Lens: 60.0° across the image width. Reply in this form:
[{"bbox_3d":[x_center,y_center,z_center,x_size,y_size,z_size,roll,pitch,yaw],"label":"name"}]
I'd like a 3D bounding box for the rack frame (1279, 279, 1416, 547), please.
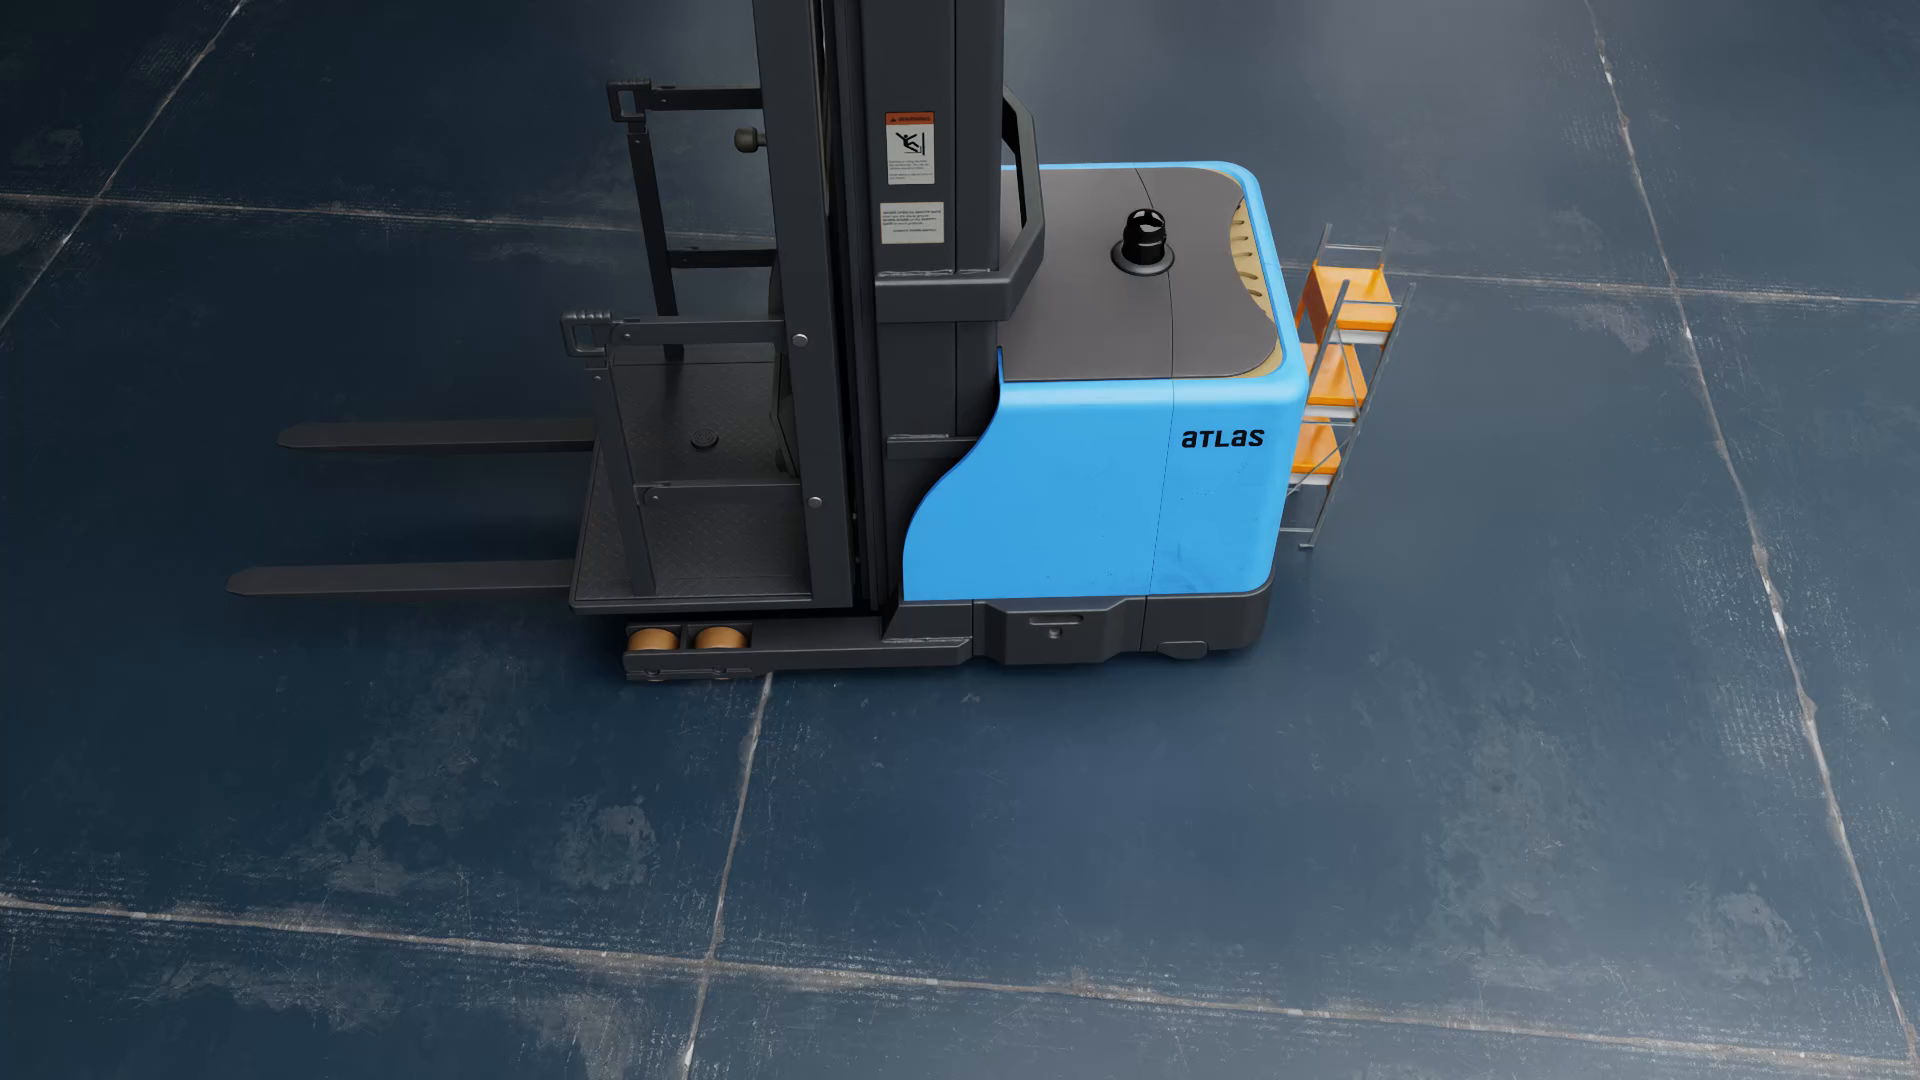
[{"bbox_3d":[1.068,-0.337,4.834,0.200,1.050,0.008,2,47,-6],"label":"rack frame"}]

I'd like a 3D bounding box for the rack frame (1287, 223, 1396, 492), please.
[{"bbox_3d":[1.056,-0.517,4.998,0.200,1.050,0.008,2,47,-6],"label":"rack frame"}]

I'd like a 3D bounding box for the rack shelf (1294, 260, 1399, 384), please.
[{"bbox_3d":[1.092,-0.611,4.716,0.215,0.259,0.240,2,47,-6],"label":"rack shelf"}]

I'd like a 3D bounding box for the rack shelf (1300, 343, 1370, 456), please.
[{"bbox_3d":[1.061,-0.420,4.924,0.215,0.259,0.240,2,47,-6],"label":"rack shelf"}]

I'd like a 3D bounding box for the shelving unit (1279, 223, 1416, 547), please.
[{"bbox_3d":[1.062,-0.427,4.916,0.215,1.050,0.252,2,47,-6],"label":"shelving unit"}]

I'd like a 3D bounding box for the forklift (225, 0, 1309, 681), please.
[{"bbox_3d":[-0.627,-0.974,4.155,3.031,2.935,1.130,-1,48,-1],"label":"forklift"}]

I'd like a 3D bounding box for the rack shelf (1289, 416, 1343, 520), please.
[{"bbox_3d":[1.031,-0.233,5.127,0.215,0.259,0.240,2,47,-6],"label":"rack shelf"}]
